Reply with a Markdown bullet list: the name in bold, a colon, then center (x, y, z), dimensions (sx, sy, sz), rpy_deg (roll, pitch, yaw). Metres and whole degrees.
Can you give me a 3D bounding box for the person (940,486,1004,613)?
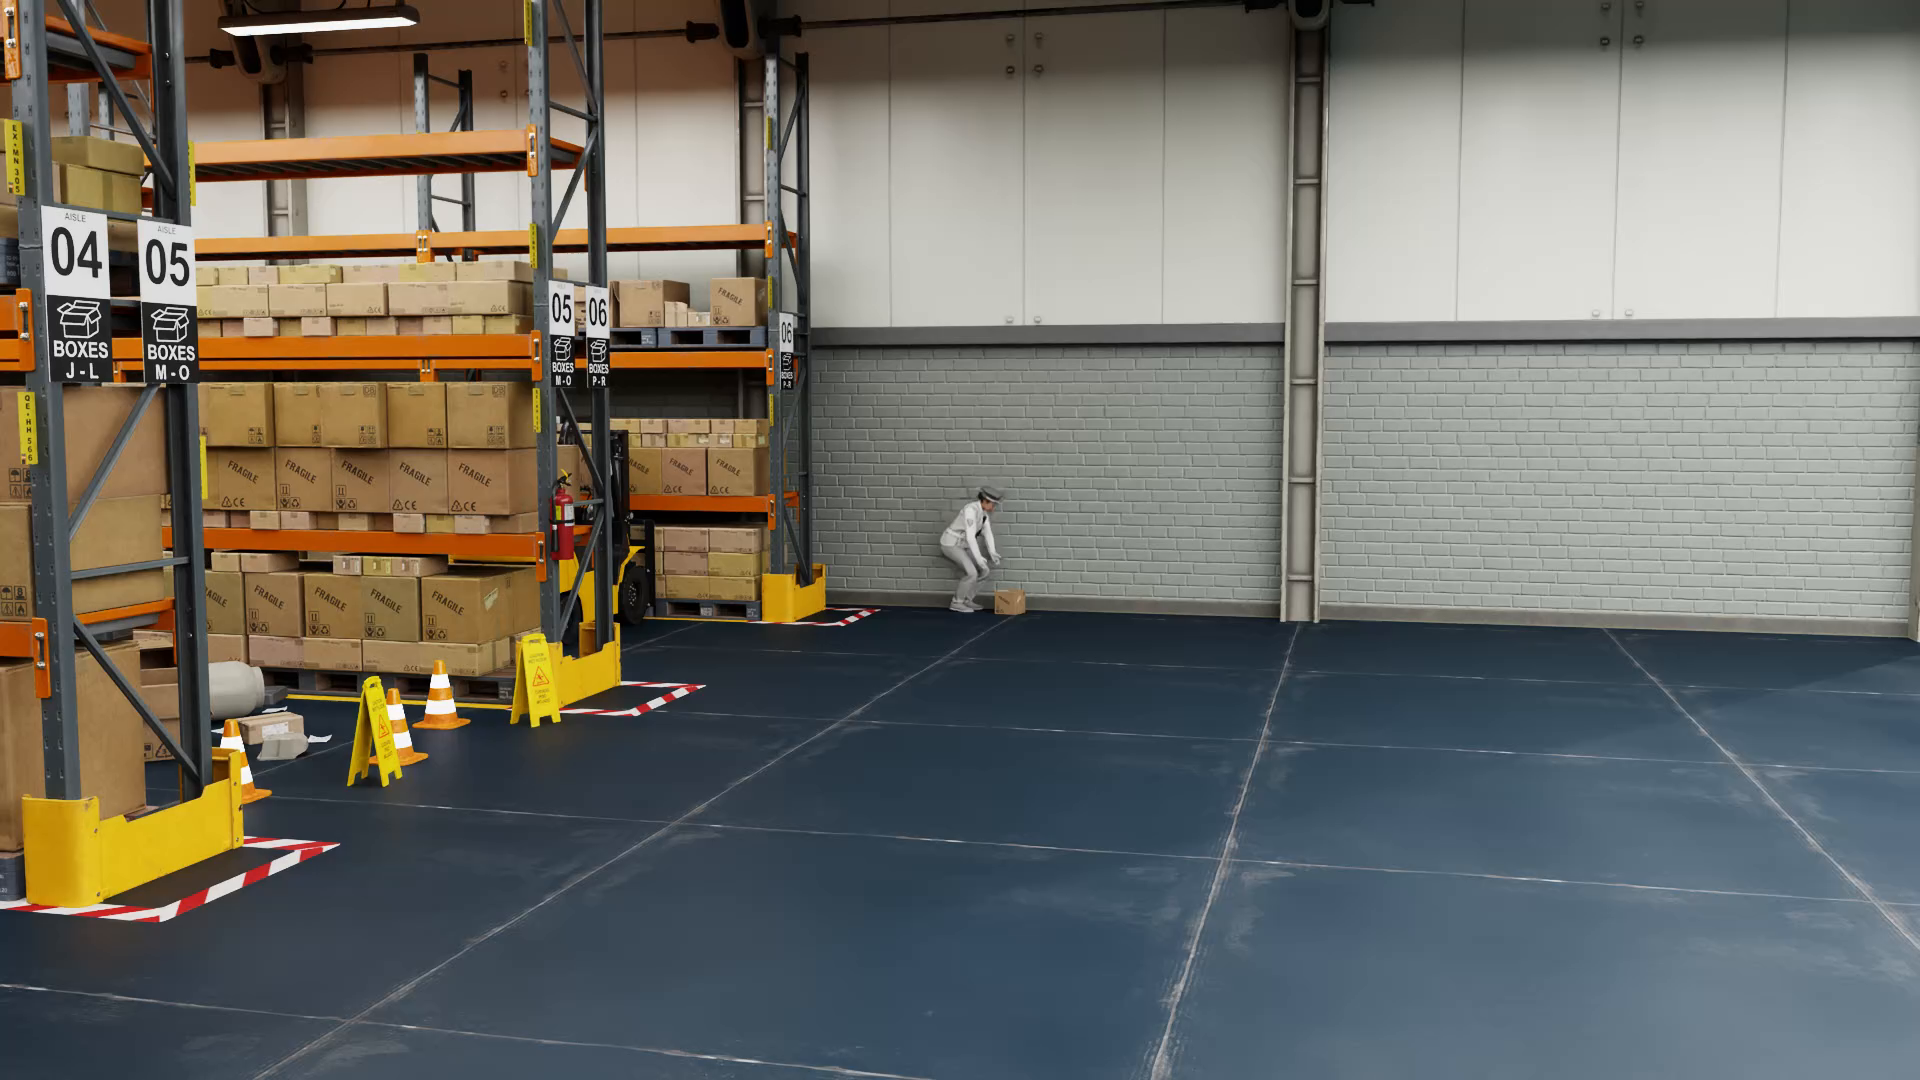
- **person**: center (0.146, 0.094, 18.187), dimensions (0.709, 1.375, 0.535), rpy_deg (2, 6, 27)
